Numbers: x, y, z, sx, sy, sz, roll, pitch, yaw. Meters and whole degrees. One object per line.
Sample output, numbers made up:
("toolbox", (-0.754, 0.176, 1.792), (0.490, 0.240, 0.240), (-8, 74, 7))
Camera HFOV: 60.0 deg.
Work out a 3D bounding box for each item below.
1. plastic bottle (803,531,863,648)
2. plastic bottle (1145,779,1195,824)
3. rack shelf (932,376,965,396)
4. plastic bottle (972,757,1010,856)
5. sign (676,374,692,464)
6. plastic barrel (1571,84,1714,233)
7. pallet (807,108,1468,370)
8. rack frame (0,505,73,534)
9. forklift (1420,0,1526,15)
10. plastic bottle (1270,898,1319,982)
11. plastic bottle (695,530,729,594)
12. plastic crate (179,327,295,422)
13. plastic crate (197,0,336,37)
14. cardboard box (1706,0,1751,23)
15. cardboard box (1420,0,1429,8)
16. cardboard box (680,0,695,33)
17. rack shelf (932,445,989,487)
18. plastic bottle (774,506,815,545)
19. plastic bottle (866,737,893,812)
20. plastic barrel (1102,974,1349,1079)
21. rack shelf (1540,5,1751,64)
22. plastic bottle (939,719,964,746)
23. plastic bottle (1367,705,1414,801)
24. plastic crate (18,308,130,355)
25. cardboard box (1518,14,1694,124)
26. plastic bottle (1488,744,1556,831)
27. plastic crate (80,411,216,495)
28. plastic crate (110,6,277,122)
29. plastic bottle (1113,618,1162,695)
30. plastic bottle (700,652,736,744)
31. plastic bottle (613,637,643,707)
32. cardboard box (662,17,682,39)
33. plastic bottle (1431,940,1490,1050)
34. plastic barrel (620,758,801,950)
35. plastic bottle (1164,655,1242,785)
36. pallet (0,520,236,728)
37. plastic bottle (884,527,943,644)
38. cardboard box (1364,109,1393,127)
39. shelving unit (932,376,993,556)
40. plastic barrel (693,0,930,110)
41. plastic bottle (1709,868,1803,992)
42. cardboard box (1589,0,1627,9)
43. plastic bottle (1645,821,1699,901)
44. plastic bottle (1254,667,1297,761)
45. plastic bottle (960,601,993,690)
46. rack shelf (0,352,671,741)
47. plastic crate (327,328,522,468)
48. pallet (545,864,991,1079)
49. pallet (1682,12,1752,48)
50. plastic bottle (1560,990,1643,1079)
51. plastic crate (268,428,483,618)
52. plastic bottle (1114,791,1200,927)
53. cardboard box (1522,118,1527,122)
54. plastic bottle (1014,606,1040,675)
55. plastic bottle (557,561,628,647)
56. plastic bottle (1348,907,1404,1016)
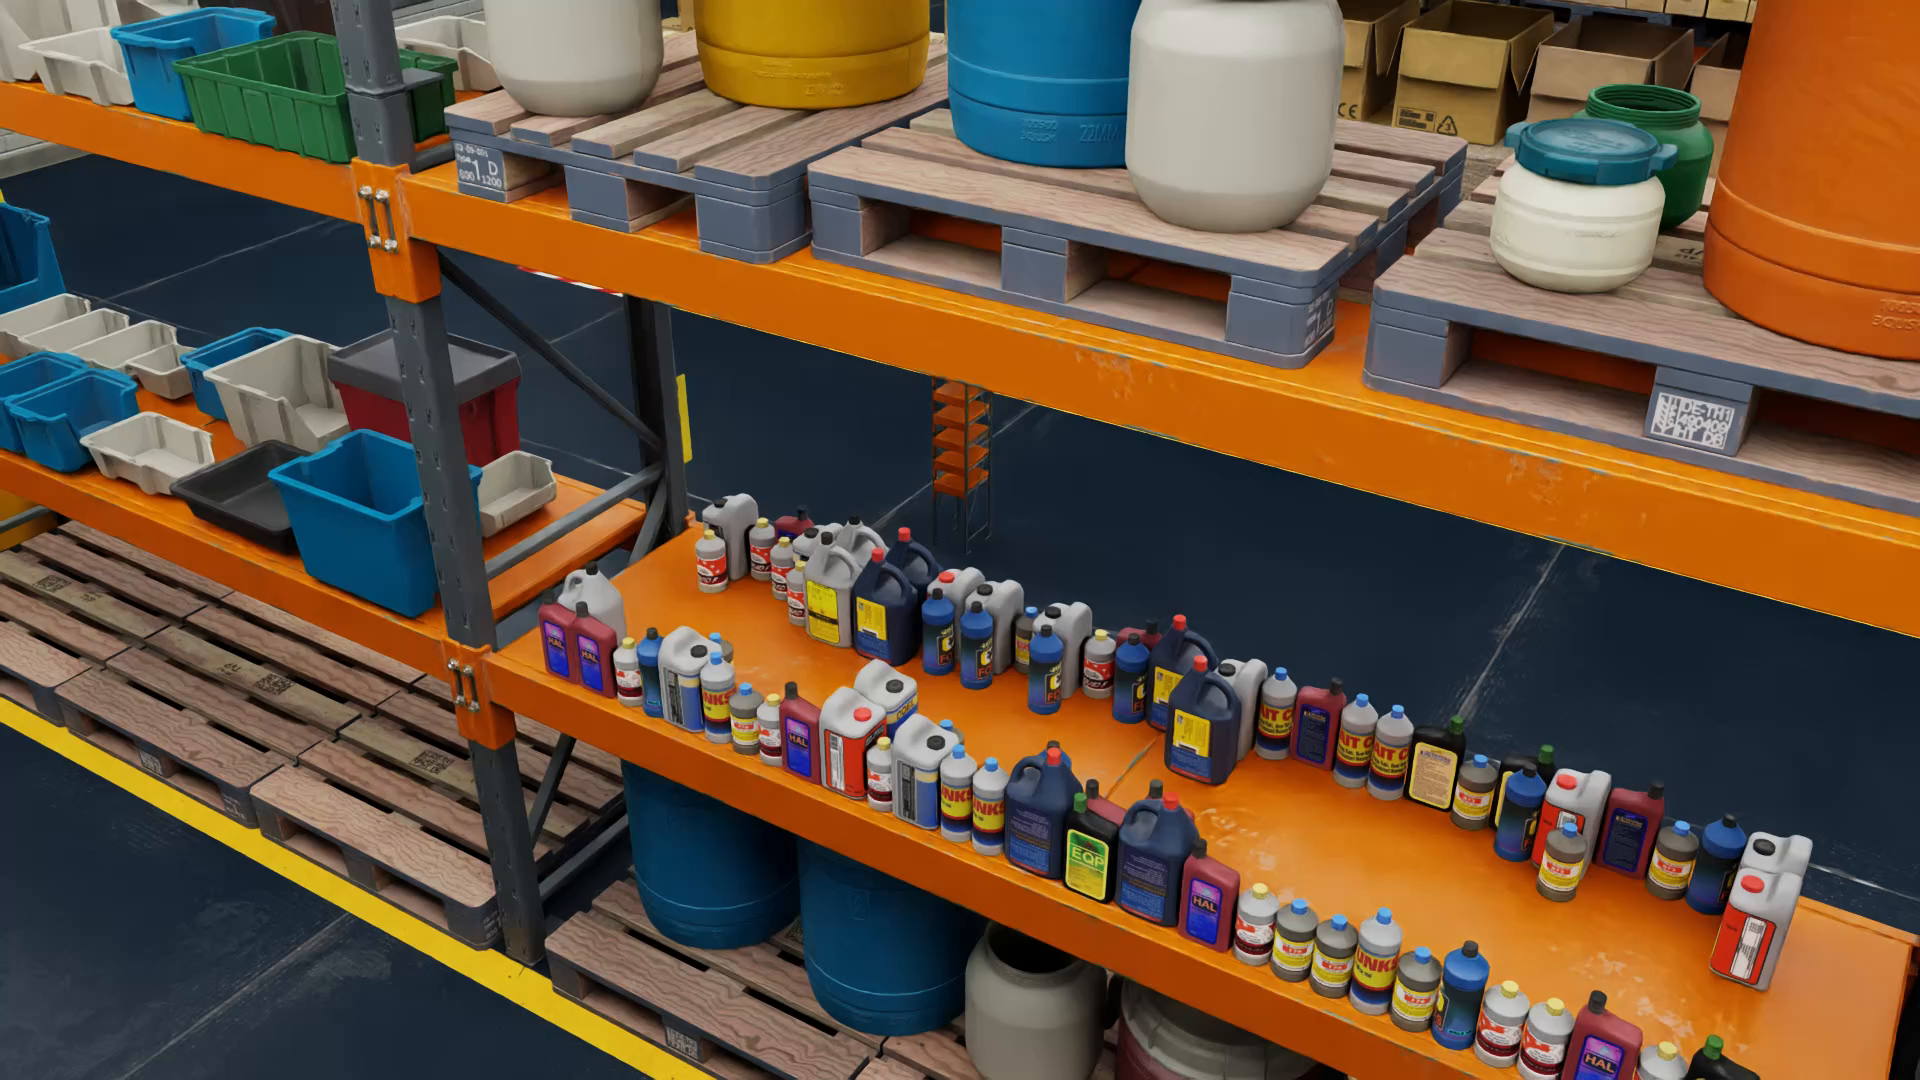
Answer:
("plastic bottle", (-0.381, 0.140, 5.082), (0.185, 0.351, 0.144), (18, 35, 27))
("plastic bottle", (0.513, 0.729, 4.139), (0.133, 0.283, 0.061), (18, 35, 27))
("rack shelf", (0.012, -0.787, 7.782), (0.180, 0.103, 0.258), (18, 35, 27))
("plastic bottle", (0.079, 0.672, 4.249), (0.097, 0.271, 0.097), (0, 30, 0))
("sign", (-0.963, -0.403, 5.689), (0.005, 0.325, 0.100), (18, 35, 27))
("plastic barrel", (1.356, -0.770, 3.353), (0.294, 0.245, 0.294), (0, 30, 0))
("pallet", (0.421, -0.792, 3.842), (1.213, 0.211, 1.003), (18, 35, 27))
("rack frame", (-4.645, -1.121, 7.194), (0.127, 3.000, 1.000), (18, 35, 27))
("forklift", (3.320, -3.435, 11.229), (1.130, 2.935, 3.031), (21, 36, 32))
("plastic bottle", (0.783, 0.925, 3.885), (0.097, 0.201, 0.097), (0, 30, 0))
("plastic bottle", (-0.802, 0.062, 5.363), (0.097, 0.201, 0.097), (0, 30, 0))
("plastic crate", (-2.769, -0.634, 6.466), (0.300, 0.233, 0.416), (18, 35, 27))
("plastic crate", (-2.163, -1.738, 5.406), (0.590, 0.269, 0.497), (18, 35, 27))
("cardboard box", (5.296, -3.676, 11.408), (0.250, 0.149, 0.380), (17, 34, 26))
("cardboard box", (3.456, -4.144, 12.625), (0.250, 0.149, 0.380), (17, 34, 26))
("cardboard box", (-1.325, -3.244, 9.944), (0.500, 0.500, 0.500), (17, 34, 26))
("rack shelf", (0.012, -0.372, 8.024), (0.180, 0.103, 0.258), (18, 35, 27))
("plastic bottle", (-0.531, 0.011, 5.370), (0.133, 0.283, 0.061), (18, 35, 27))
("plastic bottle", (-0.200, 0.614, 4.418), (0.097, 0.201, 0.097), (0, 30, 0))
("plastic barrel", (0.751, 1.456, 4.753), (0.708, 0.588, 0.600), (18, 35, 27))
("rack shelf", (5.792, -3.406, 11.826), (4.000, 0.370, 1.077), (18, 35, 27))
("plastic bottle", (-0.036, 0.575, 4.484), (0.097, 0.201, 0.097), (0, 30, 0))
("plastic bottle", (1.152, 0.560, 4.441), (0.097, 0.271, 0.097), (0, 30, 0))
("plastic crate", (-3.620, -0.808, 6.860), (0.243, 0.136, 0.396), (18, 35, 27))
("cardboard box", (3.031, -2.123, 7.818), (0.637, 0.503, 0.797), (19, 35, 29))
("plastic bottle", (1.455, 0.640, 4.293), (0.133, 0.283, 0.061), (18, 35, 27))
("plastic crate", (-2.892, -0.299, 5.989), (0.466, 0.136, 0.293), (18, 35, 27))
("plastic crate", (-2.198, -1.380, 4.828), (0.300, 0.233, 0.416), (18, 35, 27))
("plastic bottle", (0.516, 0.343, 4.802), (0.133, 0.283, 0.061), (18, 35, 27))
("plastic bottle", (-0.674, 0.434, 4.657), (0.097, 0.271, 0.097), (0, 30, 0))
("plastic bottle", (-0.953, 0.376, 4.826), (0.097, 0.201, 0.097), (0, 30, 0))
("cardboard box", (-1.749, -3.055, 10.363), (0.500, 0.250, 0.500), (17, 34, 26))
("plastic bottle", (1.113, 0.999, 3.689), (0.097, 0.271, 0.097), (0, 30, 0))
("plastic barrel", (-0.805, 0.829, 5.518), (0.708, 0.901, 0.600), (18, 35, 27))
("plastic bottle", (0.661, 0.475, 4.508), (0.185, 0.351, 0.144), (18, 35, 27))
("pallet", (-3.967, 0.321, 7.490), (1.213, 0.211, 1.003), (18, 35, 27))
("plastic bottle", (-0.148, 0.128, 5.102), (0.185, 0.351, 0.144), (18, 35, 27))
("cardboard box", (2.059, -1.842, 8.332), (0.500, 0.500, 0.500), (18, 35, 27))
("shelving unit", (0.012, -0.514, 7.941), (0.189, 1.200, 0.258), (18, 35, 27))
("plastic barrel", (-0.376, -1.450, 4.178), (0.600, 0.588, 0.600), (0, 30, 0))
("plastic bottle", (1.855, 0.887, 3.876), (0.135, 0.276, 0.152), (18, 35, 27))
("cardboard box", (4.635, -3.884, 11.763), (0.250, 0.149, 0.380), (18, 35, 28))
("plastic bottle", (1.770, 0.786, 4.124), (0.097, 0.201, 0.097), (0, 30, 0))
("plastic bottle", (0.874, 0.472, 4.592), (0.097, 0.271, 0.097), (0, 30, 0))
("plastic bottle", (0.049, 0.301, 4.885), (0.097, 0.271, 0.097), (0, 30, 0))
("rack shelf", (-2.951, -0.274, 6.457), (4.000, 0.370, 1.077), (18, 35, 27))
("plastic crate", (-1.880, -0.449, 5.920), (0.583, 0.464, 0.402), (18, 35, 27))
("pallet", (-0.626, 1.380, 5.675), (1.213, 0.211, 1.003), (18, 35, 27))
("pallet", (5.788, -3.611, 11.654), (1.213, 0.211, 1.003), (18, 35, 27))
("plastic bottle", (1.366, 1.085, 3.530), (0.133, 0.283, 0.061), (18, 35, 27))
("plastic crate", (-1.834, -0.048, 5.311), (0.575, 0.384, 0.392), (18, 35, 27))
("plastic bottle", (0.481, 0.751, 4.035), (0.185, 0.351, 0.144), (18, 35, 27))
("cardboard box", (2.779, -1.925, 8.474), (0.500, 0.500, 0.500), (17, 34, 27))
("plastic bottle", (0.212, 0.293, 4.969), (0.097, 0.201, 0.097), (0, 30, 0))
("plastic bottle", (-1.097, 0.216, 4.953), (0.185, 0.351, 0.144), (18, 35, 27))
("plastic bottle", (0.948, 0.947, 3.778), (0.097, 0.271, 0.097), (0, 30, 0))
